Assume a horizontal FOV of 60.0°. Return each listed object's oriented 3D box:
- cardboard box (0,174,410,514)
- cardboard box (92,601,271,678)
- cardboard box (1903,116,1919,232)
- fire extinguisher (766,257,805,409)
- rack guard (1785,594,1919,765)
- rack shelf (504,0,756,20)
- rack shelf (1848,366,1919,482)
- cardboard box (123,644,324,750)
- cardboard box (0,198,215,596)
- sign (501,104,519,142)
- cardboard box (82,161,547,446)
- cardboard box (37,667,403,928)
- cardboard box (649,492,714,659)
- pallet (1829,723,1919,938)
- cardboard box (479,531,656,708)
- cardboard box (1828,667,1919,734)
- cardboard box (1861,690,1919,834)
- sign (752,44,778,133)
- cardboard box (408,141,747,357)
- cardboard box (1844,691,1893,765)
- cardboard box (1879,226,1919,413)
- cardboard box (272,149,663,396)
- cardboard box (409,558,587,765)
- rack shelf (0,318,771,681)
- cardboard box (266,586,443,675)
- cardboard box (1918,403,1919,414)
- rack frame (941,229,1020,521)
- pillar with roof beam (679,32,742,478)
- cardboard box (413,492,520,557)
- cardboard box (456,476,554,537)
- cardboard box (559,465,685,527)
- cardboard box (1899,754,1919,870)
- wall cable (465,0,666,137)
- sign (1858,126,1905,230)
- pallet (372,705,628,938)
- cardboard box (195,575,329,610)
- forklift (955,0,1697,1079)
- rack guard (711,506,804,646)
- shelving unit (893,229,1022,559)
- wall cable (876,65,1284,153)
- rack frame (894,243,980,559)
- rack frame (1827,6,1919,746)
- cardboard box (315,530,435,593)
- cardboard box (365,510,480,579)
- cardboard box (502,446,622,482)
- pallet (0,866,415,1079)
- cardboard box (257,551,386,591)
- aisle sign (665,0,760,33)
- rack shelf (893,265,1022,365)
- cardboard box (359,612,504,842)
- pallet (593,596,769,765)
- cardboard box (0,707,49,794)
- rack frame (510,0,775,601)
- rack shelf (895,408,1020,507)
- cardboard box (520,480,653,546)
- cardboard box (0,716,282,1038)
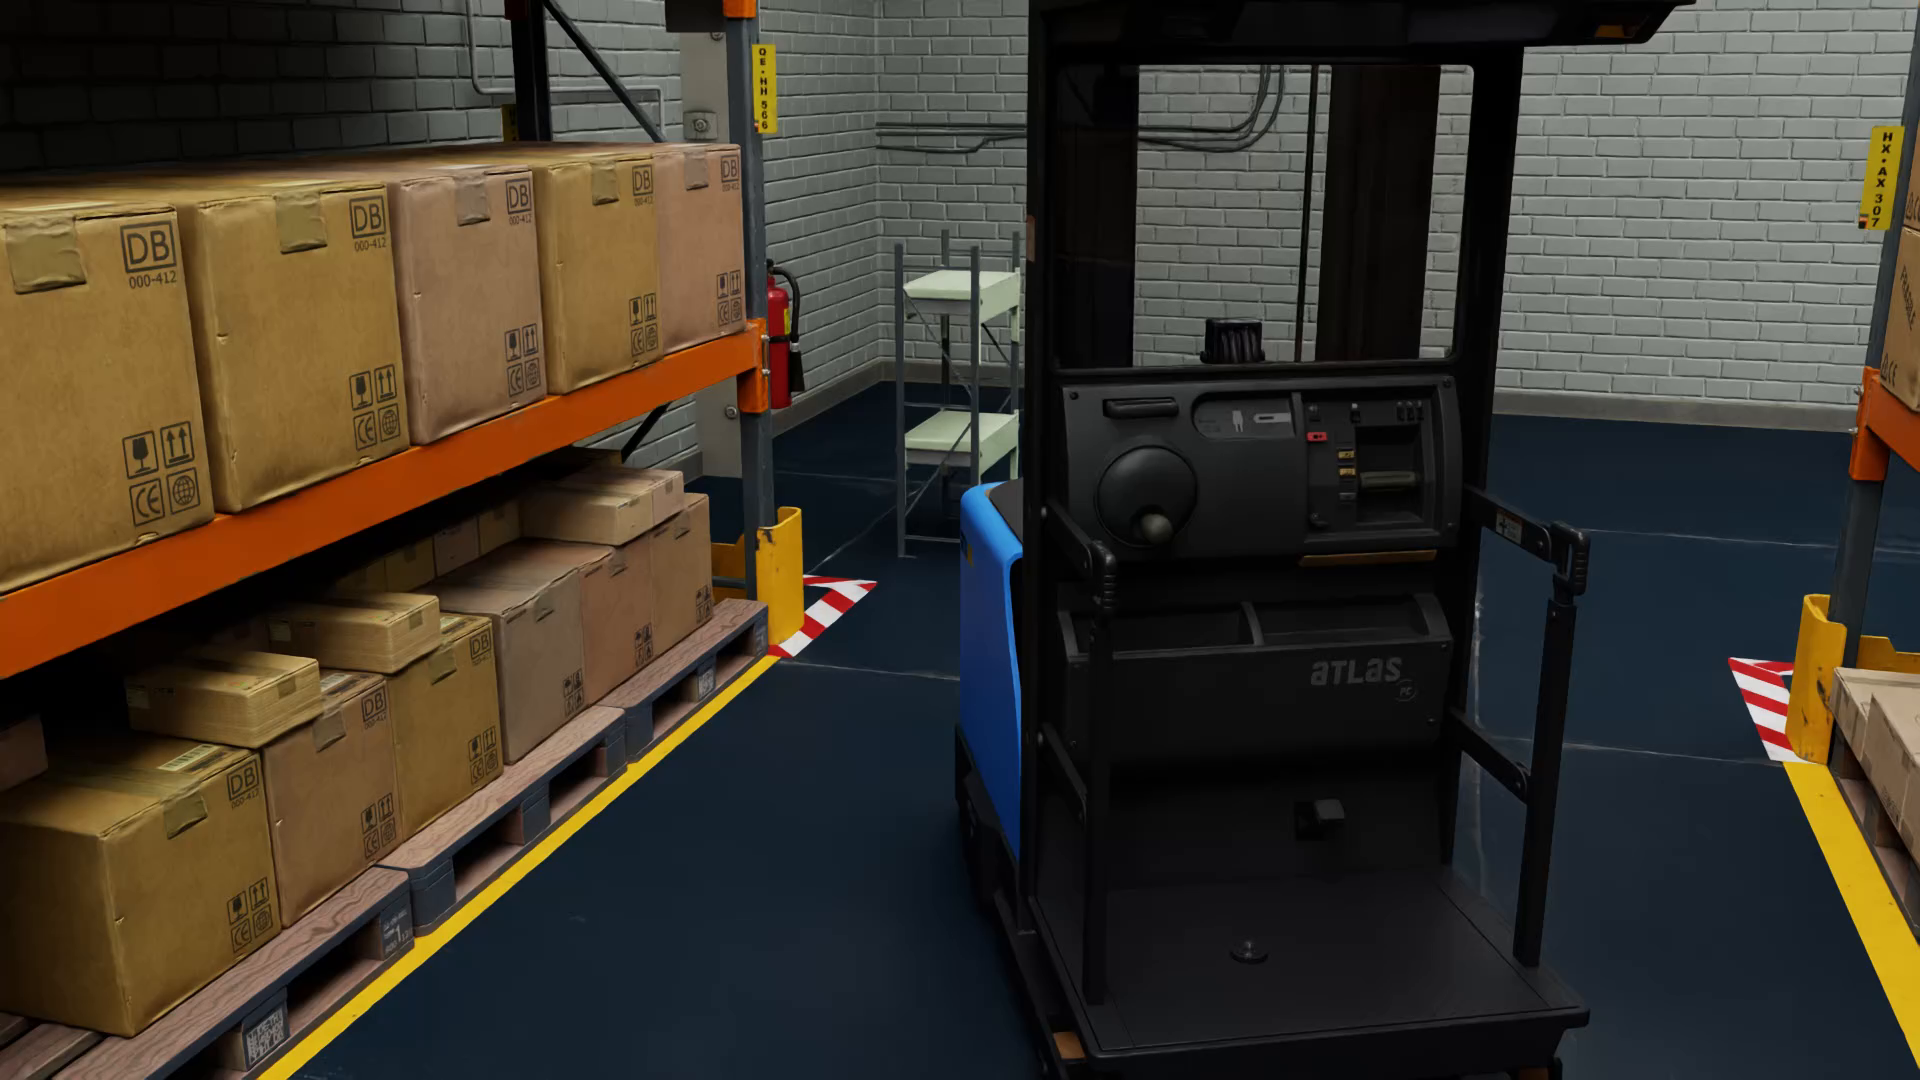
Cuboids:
[{"bbox_3d":[-2.015,-0.519,4.111,0.980,0.700,0.700,4,16,14],"label":"cardboard box"},{"bbox_3d":[-2.097,0.273,4.492,0.380,0.149,0.250,4,16,14],"label":"cardboard box"},{"bbox_3d":[3.110,-1.140,4.836,0.500,0.500,0.500,5,17,18],"label":"cardboard box"},{"bbox_3d":[-0.776,-0.877,6.748,0.296,0.674,0.183,5,16,16],"label":"fire extinguisher"},{"bbox_3d":[3.468,0.516,5.594,1.175,0.500,0.348,5,16,16],"label":"rack guard"},{"bbox_3d":[-1.830,-1.663,4.518,1.077,0.370,4.000,5,16,16],"label":"rack shelf"},{"bbox_3d":[2.921,0.163,3.576,1.077,0.370,4.000,5,16,16],"label":"rack shelf"},{"bbox_3d":[-1.815,0.382,4.107,0.380,0.149,0.250,5,17,18],"label":"cardboard box"},{"bbox_3d":[-2.228,-0.328,3.439,0.980,0.700,0.700,5,17,17],"label":"cardboard box"},{"bbox_3d":[-1.792,-1.589,6.702,0.100,0.325,0.005,5,16,16],"label":"sign"},{"bbox_3d":[-1.818,-0.710,4.785,0.980,0.700,0.700,4,16,13],"label":"cardboard box"},{"bbox_3d":[-1.941,0.639,4.392,0.700,0.500,0.500,4,16,15],"label":"cardboard box"},{"bbox_3d":[-1.364,0.102,6.284,0.700,0.500,0.500,5,16,16],"label":"cardboard box"},{"bbox_3d":[3.242,0.864,4.898,1.003,0.211,1.213,5,16,16],"label":"pallet"},{"bbox_3d":[-1.506,0.233,5.823,0.700,0.500,0.500,5,16,16],"label":"cardboard box"},{"bbox_3d":[3.041,0.536,5.360,0.380,0.149,0.250,5,16,16],"label":"cardboard box"},{"bbox_3d":[2.921,0.656,4.753,0.500,0.250,0.500,5,16,16],"label":"cardboard box"},{"bbox_3d":[-0.745,-1.715,6.322,0.100,0.325,0.005,5,16,16],"label":"sign"},{"bbox_3d":[-1.397,-1.100,6.160,0.980,0.700,0.700,5,17,18],"label":"cardboard box"},{"bbox_3d":[2.970,0.593,5.127,0.380,0.166,0.250,5,16,16],"label":"cardboard box"},{"bbox_3d":[3.110,-0.659,4.972,0.500,0.500,0.500,5,17,17],"label":"cardboard box"},{"bbox_3d":[-1.593,-0.908,5.485,0.980,0.700,0.700,4,16,15],"label":"cardboard box"},{"bbox_3d":[-1.649,0.364,5.359,0.700,0.500,0.500,4,16,14],"label":"cardboard box"},{"bbox_3d":[-1.830,-0.220,4.927,1.077,0.370,4.000,5,16,16],"label":"rack shelf"},{"bbox_3d":[-1.667,0.246,4.589,0.380,0.149,0.250,4,16,14],"label":"cardboard box"},{"bbox_3d":[2.969,-0.523,4.495,0.500,0.500,0.500,4,16,15],"label":"cardboard box"},{"bbox_3d":[0.102,-0.816,8.456,0.400,1.500,0.023,5,16,16],"label":"rack frame"},{"bbox_3d":[2.804,-4.415,7.405,9.100,9.000,0.400,5,16,16],"label":"pillar with roof beam"},{"bbox_3d":[-1.735,-0.060,5.668,0.380,0.149,0.250,5,17,16],"label":"cardboard box"},{"bbox_3d":[-1.664,-0.126,5.898,0.380,0.149,0.250,5,16,16],"label":"cardboard box"},{"bbox_3d":[-1.226,-0.162,6.028,0.380,0.149,0.250,4,16,15],"label":"cardboard box"},{"bbox_3d":[2.779,0.787,4.292,0.500,0.250,0.500,5,16,16],"label":"cardboard box"},{"bbox_3d":[-1.804,-1.987,7.975,0.084,1.984,1.851,5,16,16],"label":"wall cable"},{"bbox_3d":[2.969,-1.165,5.353,0.100,0.325,0.005,5,16,16],"label":"sign"},{"bbox_3d":[-1.762,0.785,5.174,1.003,0.211,1.213,5,16,16],"label":"pallet"},{"bbox_3d":[-2.024,0.207,4.724,0.380,0.149,0.250,5,17,16],"label":"cardboard box"},{"bbox_3d":[0.728,-0.176,3.578,1.130,2.935,3.031,-3,16,-9],"label":"forklift"},{"bbox_3d":[-1.254,0.107,7.037,1.175,0.500,0.348,5,16,16],"label":"rack guard"},{"bbox_3d":[-0.002,-0.720,8.119,0.431,1.500,0.755,5,16,16],"label":"shelving unit"},{"bbox_3d":[0.689,-3.934,11.398,3.097,2.526,0.112,5,16,16],"label":"wall cable"},{"bbox_3d":[-0.106,-0.624,7.781,0.400,1.500,0.023,5,16,16],"label":"rack frame"},{"bbox_3d":[3.489,-0.706,5.323,1.000,3.000,0.127,5,16,16],"label":"rack frame"},{"bbox_3d":[-1.879,0.073,5.196,0.380,0.149,0.250,5,17,16],"label":"cardboard box"},{"bbox_3d":[-1.807,0.006,5.433,0.380,0.149,0.250,5,17,17],"label":"cardboard box"},{"bbox_3d":[-1.520,-0.258,6.366,0.380,0.149,0.250,5,17,16],"label":"cardboard box"},{"bbox_3d":[-2.107,1.106,4.045,1.003,0.211,1.213,5,16,16],"label":"pallet"},{"bbox_3d":[-1.951,0.140,4.963,0.380,0.149,0.250,4,16,15],"label":"cardboard box"},{"bbox_3d":[-0.953,-2.336,6.303,0.394,0.787,0.004,5,16,16],"label":"aisle sign"},{"bbox_3d":[-0.002,-1.095,8.012,0.431,0.370,0.720,5,16,16],"label":"rack shelf"},{"bbox_3d":[-1.793,0.504,4.865,0.700,0.500,0.500,5,17,17],"label":"cardboard box"},{"bbox_3d":[-1.413,0.467,6.295,1.003,0.211,1.213,5,16,16],"label":"pallet"},{"bbox_3d":[-2.319,0.480,3.762,0.380,0.149,0.250,5,16,16],"label":"cardboard box"},{"bbox_3d":[-1.261,-1.090,6.674,1.000,3.000,0.127,5,16,16],"label":"rack frame"},{"bbox_3d":[-0.002,-0.406,8.208,0.431,0.370,0.720,5,16,16],"label":"rack shelf"},{"bbox_3d":[-1.298,-0.096,5.792,0.380,0.149,0.250,5,17,17],"label":"cardboard box"},{"bbox_3d":[-2.087,0.770,3.930,0.700,0.500,0.500,5,17,17],"label":"cardboard box"}]
